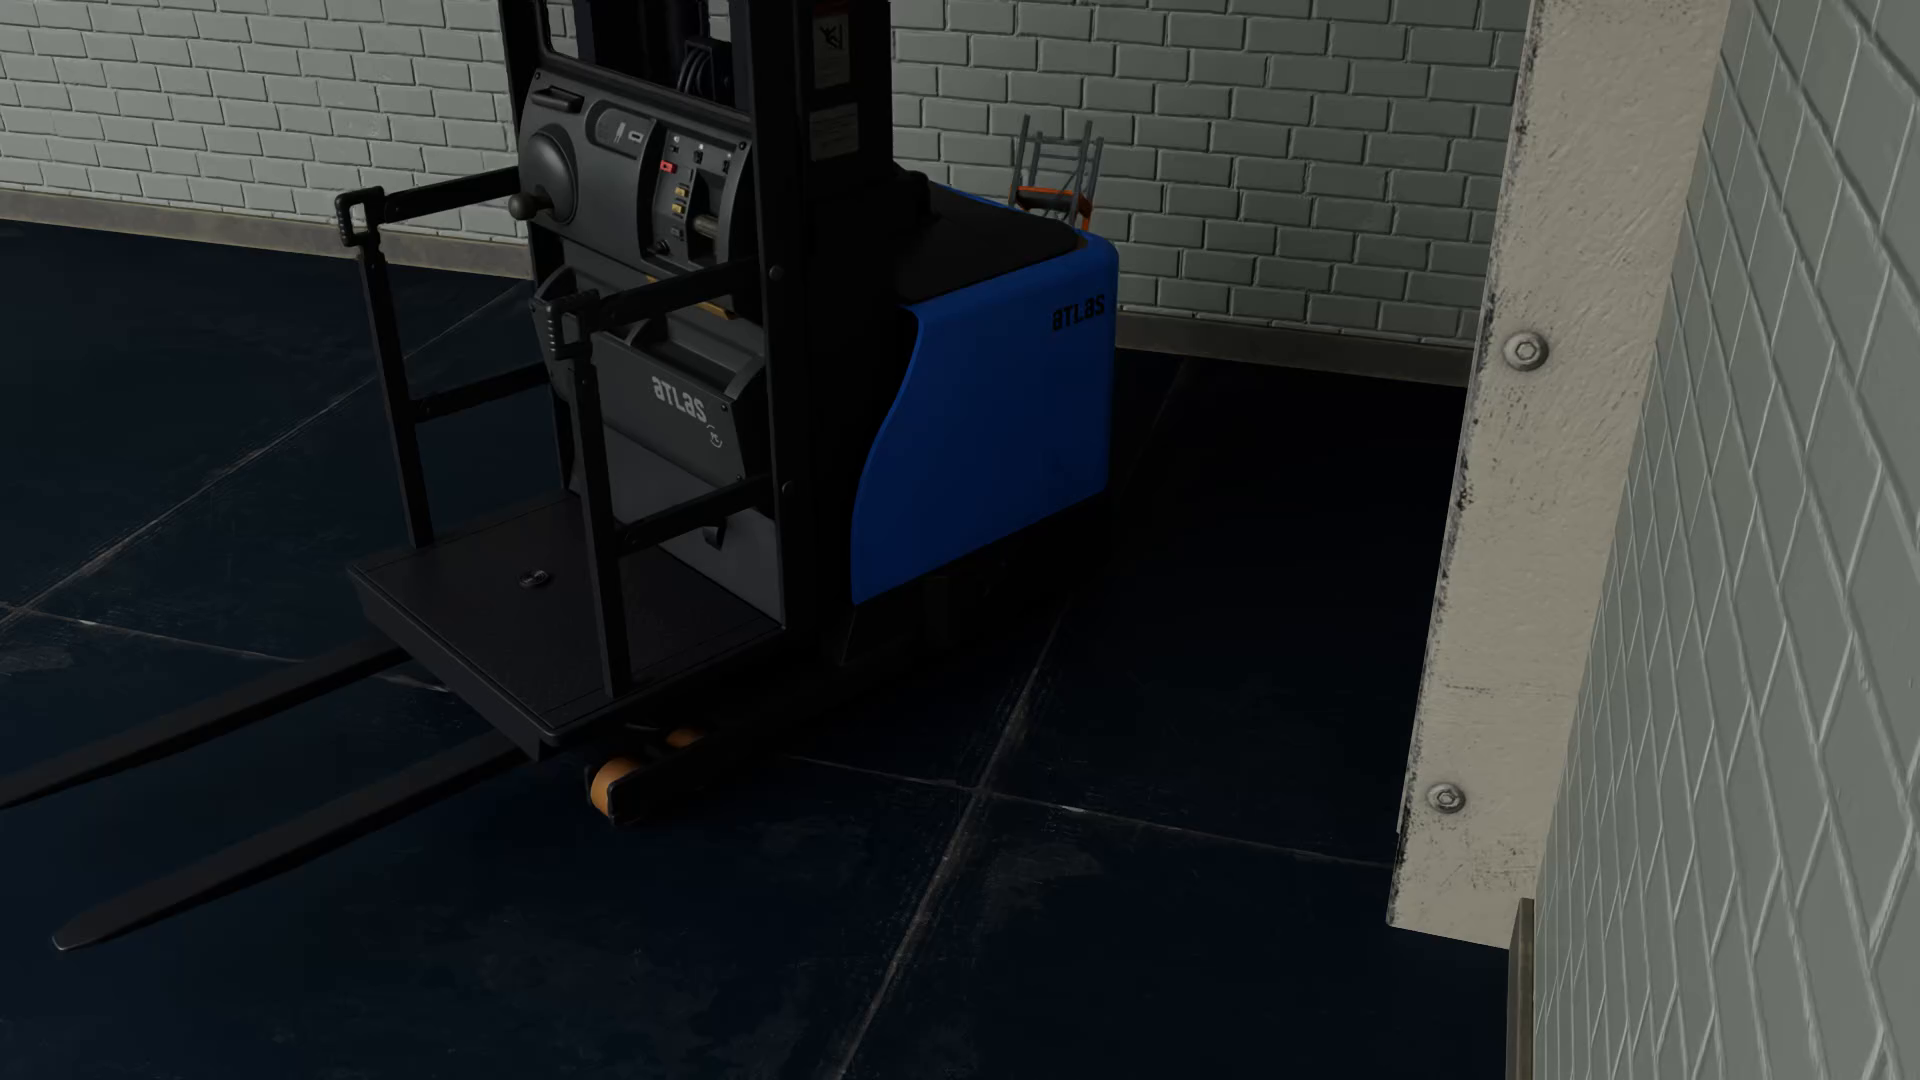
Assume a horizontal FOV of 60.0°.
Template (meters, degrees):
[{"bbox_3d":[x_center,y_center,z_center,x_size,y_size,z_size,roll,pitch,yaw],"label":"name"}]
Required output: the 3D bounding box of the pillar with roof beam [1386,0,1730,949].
[{"bbox_3d":[-2.940,-3.740,2.833,9.100,9.000,0.400,8,30,15],"label":"pillar with roof beam"}]

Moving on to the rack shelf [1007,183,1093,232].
[{"bbox_3d":[0.308,-1.139,5.701,0.258,0.103,0.180,10,-1,17],"label":"rack shelf"}]

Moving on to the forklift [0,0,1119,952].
[{"bbox_3d":[-0.957,-0.866,3.908,3.031,2.935,1.130,-24,37,-37],"label":"forklift"}]

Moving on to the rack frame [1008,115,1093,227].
[{"bbox_3d":[0.226,-0.834,5.610,0.240,1.200,0.006,10,-1,17],"label":"rack frame"}]

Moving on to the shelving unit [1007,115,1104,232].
[{"bbox_3d":[0.253,-0.828,5.697,0.258,1.200,0.189,10,-1,17],"label":"shelving unit"}]

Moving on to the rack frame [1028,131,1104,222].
[{"bbox_3d":[0.279,-0.822,5.785,0.240,1.200,0.006,10,-1,17],"label":"rack frame"}]
